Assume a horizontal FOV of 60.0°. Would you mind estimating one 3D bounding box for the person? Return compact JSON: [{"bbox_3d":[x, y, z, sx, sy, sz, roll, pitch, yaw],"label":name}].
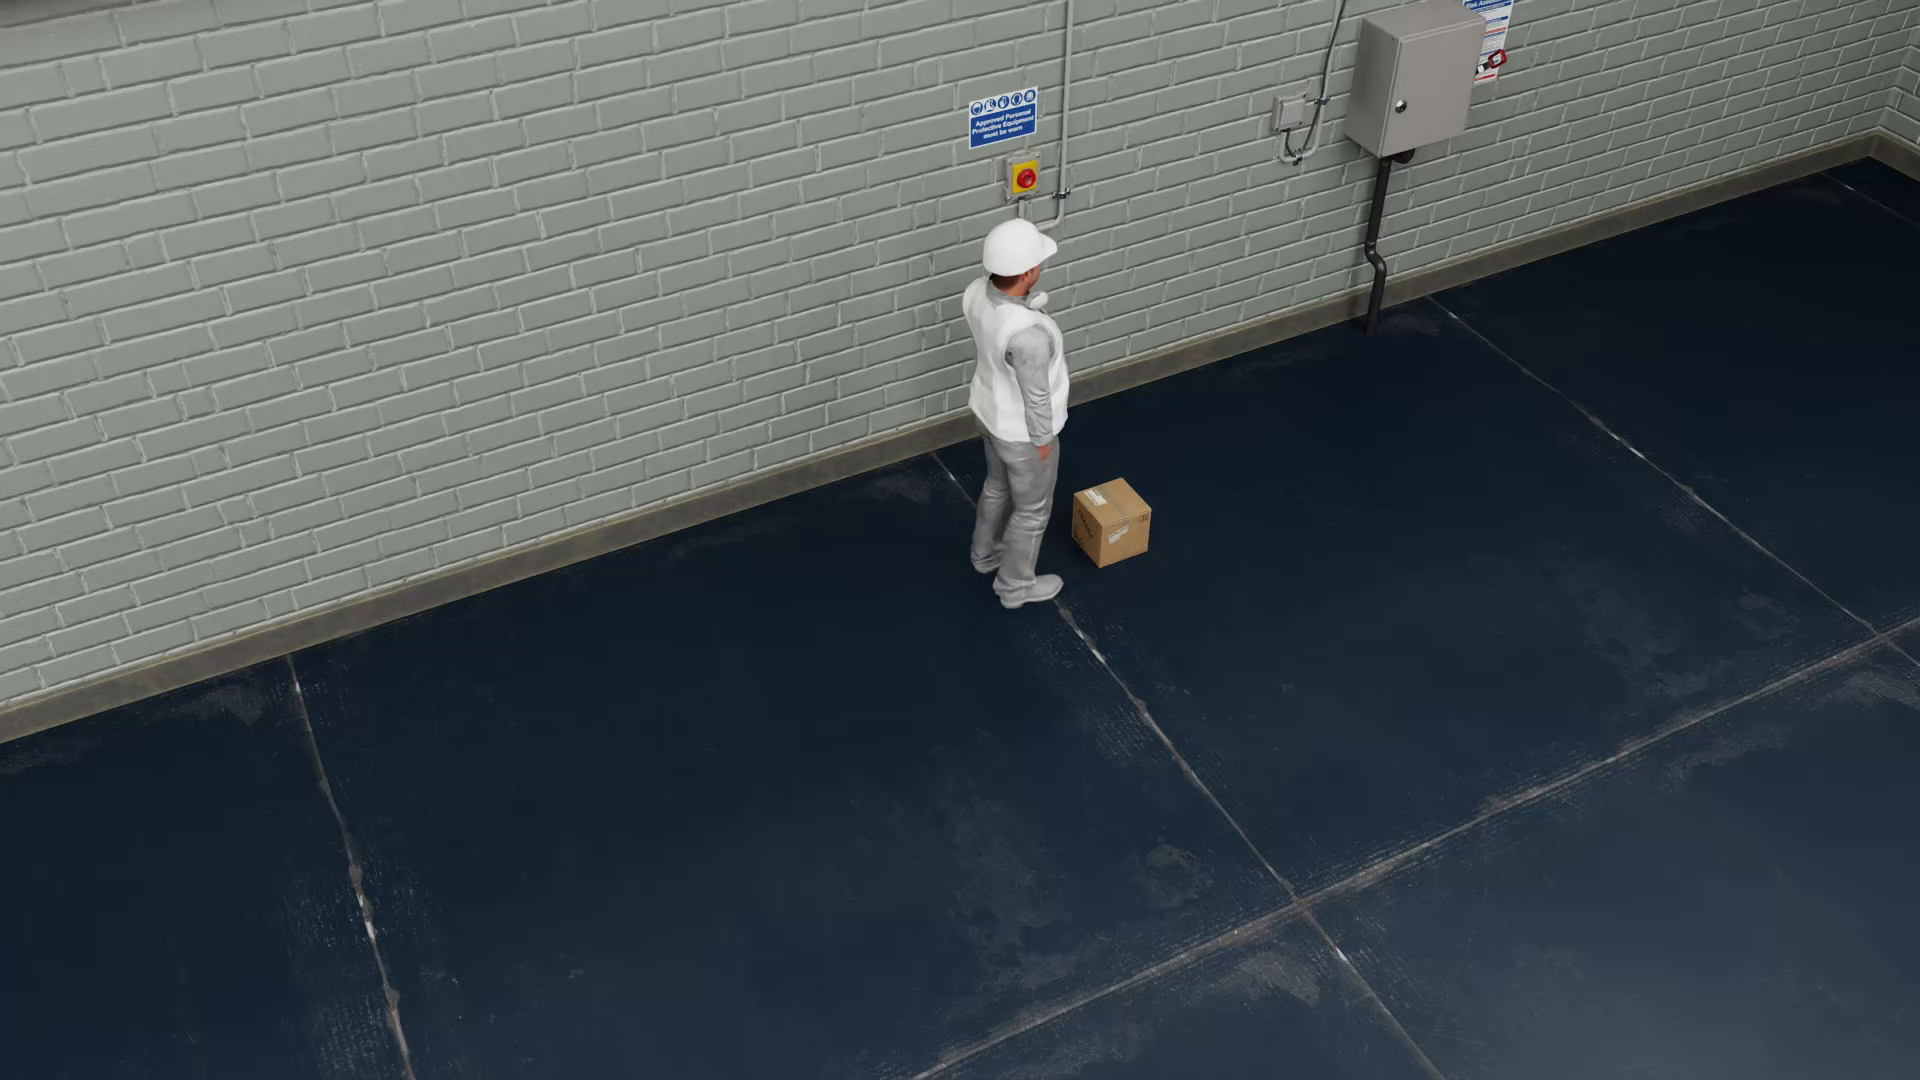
[{"bbox_3d":[0.230,-0.513,6.733,0.359,1.769,0.531,-18,44,-19],"label":"person"}]
